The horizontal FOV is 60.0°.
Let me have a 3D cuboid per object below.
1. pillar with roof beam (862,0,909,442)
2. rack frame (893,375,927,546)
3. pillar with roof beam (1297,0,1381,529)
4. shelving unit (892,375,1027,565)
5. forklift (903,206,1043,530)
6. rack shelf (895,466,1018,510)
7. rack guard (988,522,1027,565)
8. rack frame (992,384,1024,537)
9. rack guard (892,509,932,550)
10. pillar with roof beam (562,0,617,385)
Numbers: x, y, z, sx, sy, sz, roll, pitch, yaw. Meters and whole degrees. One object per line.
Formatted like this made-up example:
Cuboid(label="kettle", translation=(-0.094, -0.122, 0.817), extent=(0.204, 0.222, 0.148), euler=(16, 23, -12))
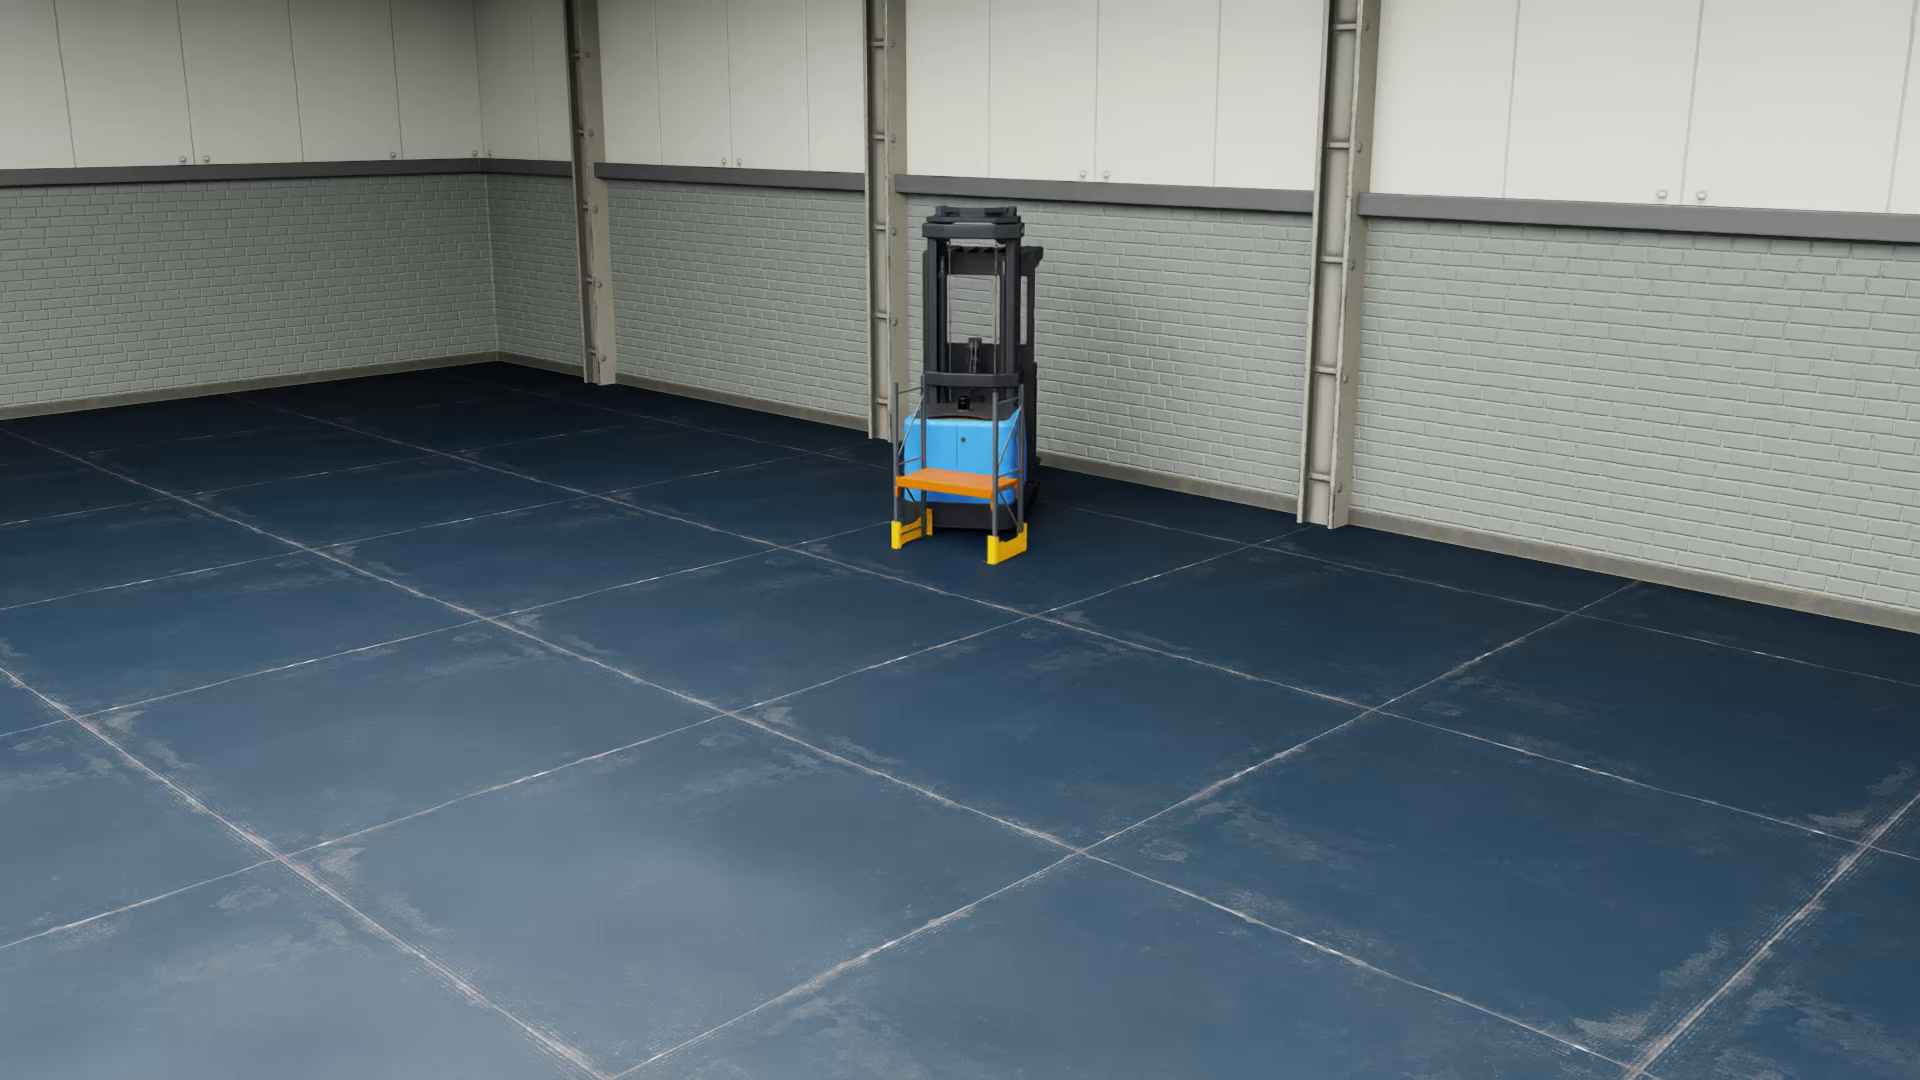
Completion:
Cuboid(label="pillar with roof beam", translation=(-3.840, -4.789, 15.782), extent=(0.400, 9.000, 9.100), euler=(14, 20, 42))
Cuboid(label="rack frame", translation=(-0.451, -0.709, 14.998), extent=(0.032, 1.500, 0.500), euler=(9, 17, 30))
Cuboid(label="pillar with roof beam", translation=(0.479, -3.739, 11.752), extent=(0.400, 9.000, 9.100), euler=(14, 20, 42))
Cuboid(label="shelving unit", translation=(-0.007, -0.642, 14.740), extent=(1.083, 1.500, 0.587), euler=(9, 17, 30))
Cuboid(label="forklift", translation=(0.223, -1.834, 16.476), extent=(1.130, 2.935, 3.031), euler=(2, 15, 9))
Cuboid(label="rack shelf", translation=(-0.015, -0.469, 14.790), extent=(1.000, 0.185, 0.538), euler=(9, 17, 30))
Cuboid(label="rack guard", translation=(0.420, 0.027, 14.650), extent=(0.087, 0.250, 0.587), euler=(9, 17, 30))
Cuboid(label="rack frame", translation=(0.421, -0.577, 14.492), extent=(0.032, 1.500, 0.500), euler=(9, 17, 30))
Cuboid(label="rack guard", translation=(-0.434, -0.102, 15.146), extent=(0.087, 0.250, 0.587), euler=(9, 17, 30))
Cuboid(label="pillar with roof beam", translation=(-8.159, -5.839, 19.812), extent=(0.400, 9.000, 9.100), euler=(14, 20, 42))
